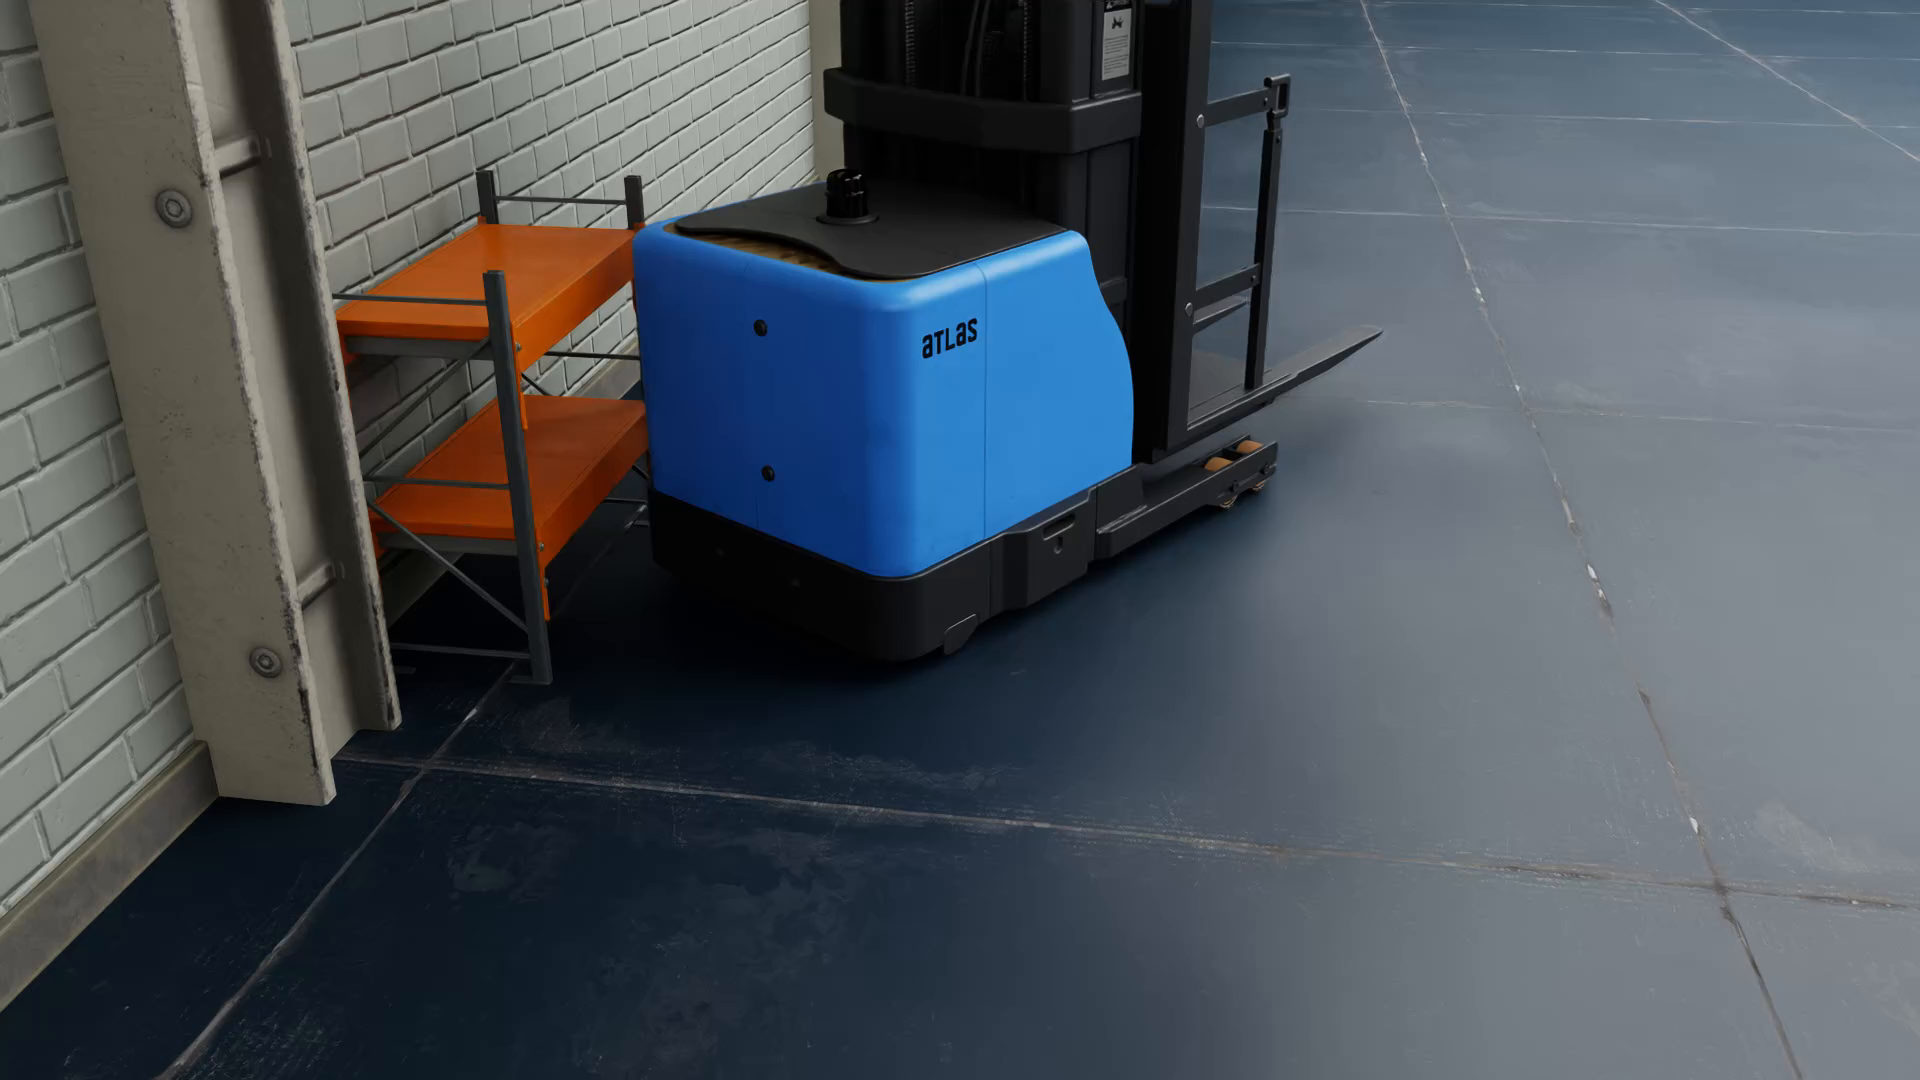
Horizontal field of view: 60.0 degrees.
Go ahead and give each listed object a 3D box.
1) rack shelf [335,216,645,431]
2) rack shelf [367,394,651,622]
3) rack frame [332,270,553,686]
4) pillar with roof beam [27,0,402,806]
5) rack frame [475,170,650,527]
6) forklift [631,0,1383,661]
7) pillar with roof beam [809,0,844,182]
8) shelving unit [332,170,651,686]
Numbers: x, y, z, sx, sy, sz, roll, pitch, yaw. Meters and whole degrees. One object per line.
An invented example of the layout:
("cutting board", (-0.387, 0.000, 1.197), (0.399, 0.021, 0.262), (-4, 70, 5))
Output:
("rack shelf", (-1.262, -0.622, 4.562), (0.538, 0.278, 1.000), (4, 25, 8))
("rack shelf", (-1.262, -0.136, 4.790), (0.538, 0.278, 1.000), (4, 25, 8))
("rack frame", (-1.338, -0.144, 4.231), (0.500, 1.125, 0.032), (4, 25, 8))
("pillar with roof beam", (2.635, -3.245, 1.567), (9.100, 9.000, 0.400), (4, 25, 9))
("rack frame", (-1.186, -0.570, 5.141), (0.500, 1.125, 0.032), (4, 25, 8))
("forklift", (0.418, -1.555, 5.115), (1.130, 2.935, 3.031), (20, 32, 36))
("pillar with roof beam", (3.616, -5.754, 6.928), (9.100, 9.000, 0.400), (4, 25, 9))
("shelving unit", (-1.262, -0.357, 4.686), (0.538, 1.125, 1.048), (4, 25, 8))
